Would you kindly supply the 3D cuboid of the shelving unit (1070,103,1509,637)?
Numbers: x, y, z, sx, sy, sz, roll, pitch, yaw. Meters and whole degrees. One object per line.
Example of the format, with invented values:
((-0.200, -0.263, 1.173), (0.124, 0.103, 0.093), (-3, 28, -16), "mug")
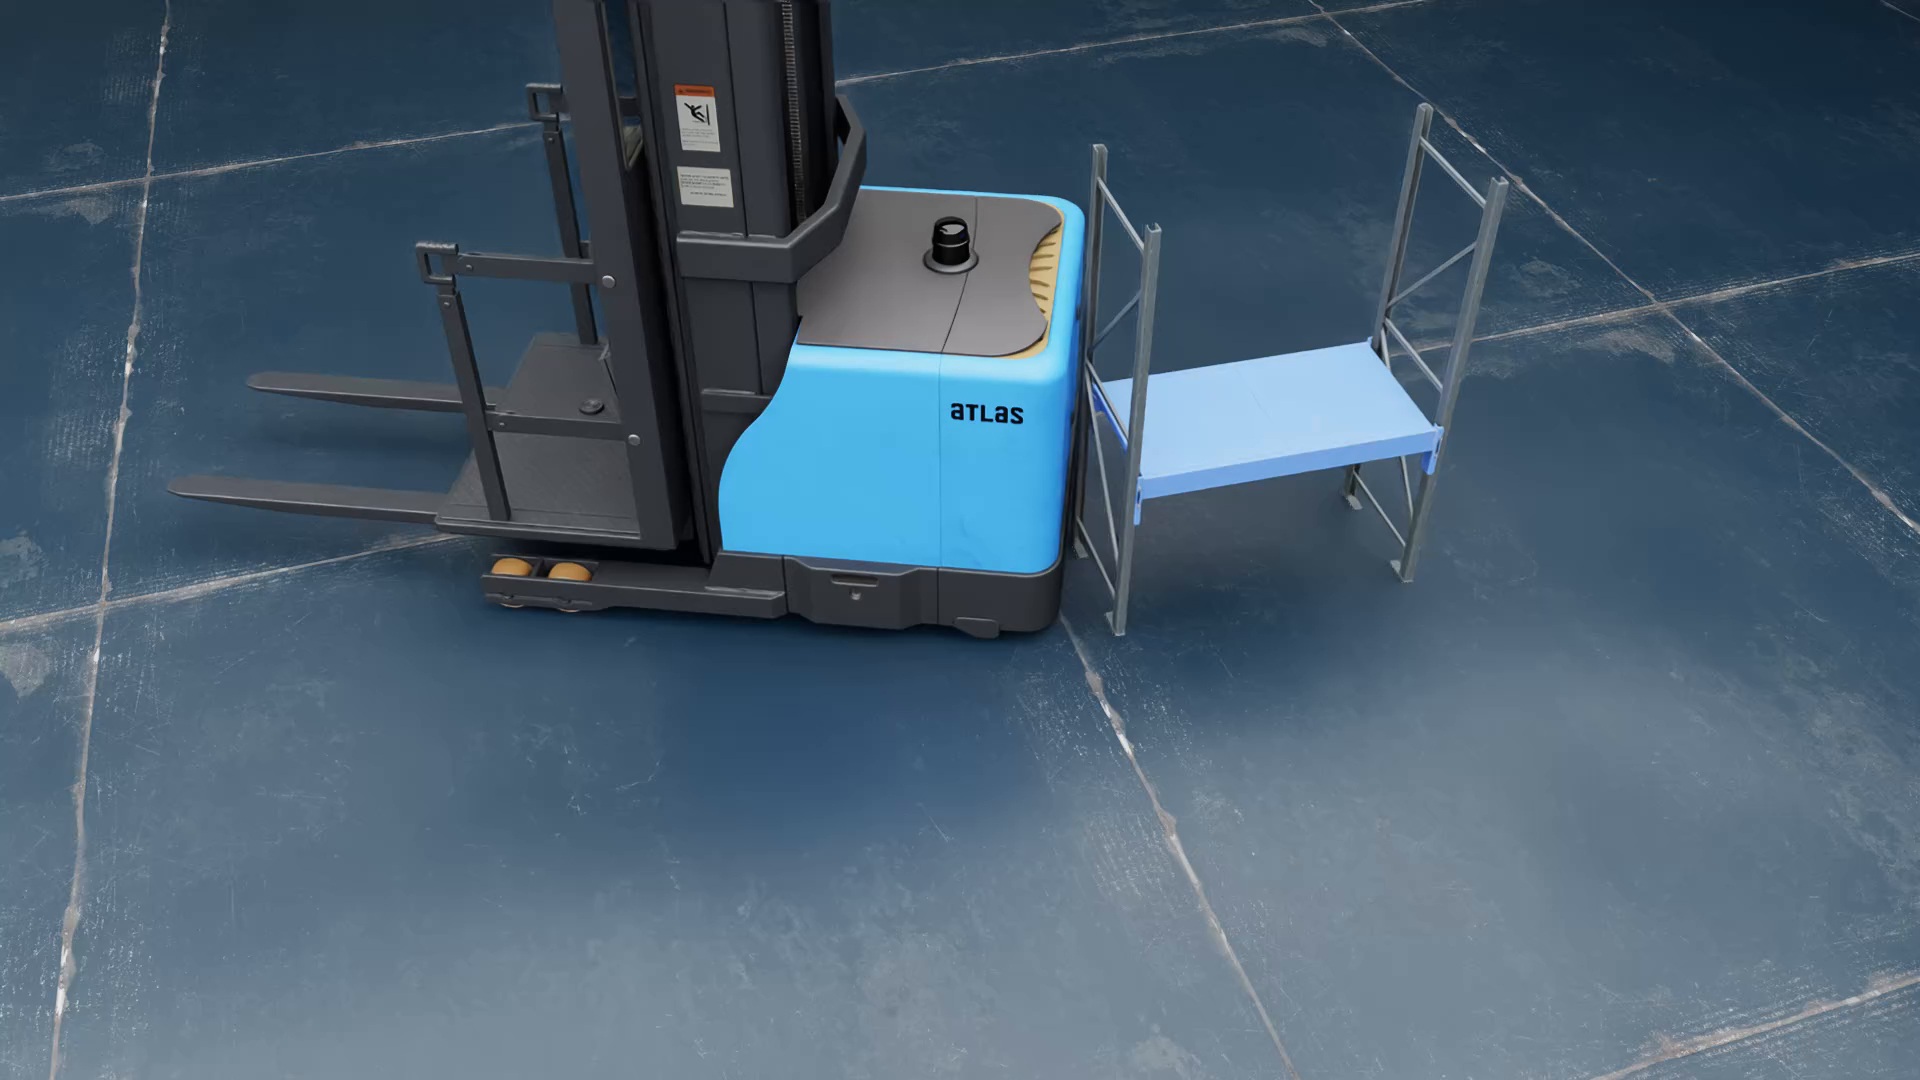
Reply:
((0.950, -0.495, 5.176), (1.048, 1.500, 0.538), (-10, 42, -11), "shelving unit")

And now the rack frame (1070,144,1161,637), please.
((0.458, -0.411, 5.080), (0.032, 1.500, 0.500), (-10, 42, -11), "rack frame")

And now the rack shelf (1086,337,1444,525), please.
((0.950, -0.359, 5.295), (1.000, 0.185, 0.538), (-10, 42, -11), "rack shelf")

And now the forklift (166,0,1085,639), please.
((-1.137, -1.206, 4.903), (3.031, 2.935, 1.130), (4, 41, 5), "forklift")

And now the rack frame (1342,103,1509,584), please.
((1.442, -0.579, 5.272), (0.032, 1.500, 0.500), (-10, 42, -11), "rack frame")
